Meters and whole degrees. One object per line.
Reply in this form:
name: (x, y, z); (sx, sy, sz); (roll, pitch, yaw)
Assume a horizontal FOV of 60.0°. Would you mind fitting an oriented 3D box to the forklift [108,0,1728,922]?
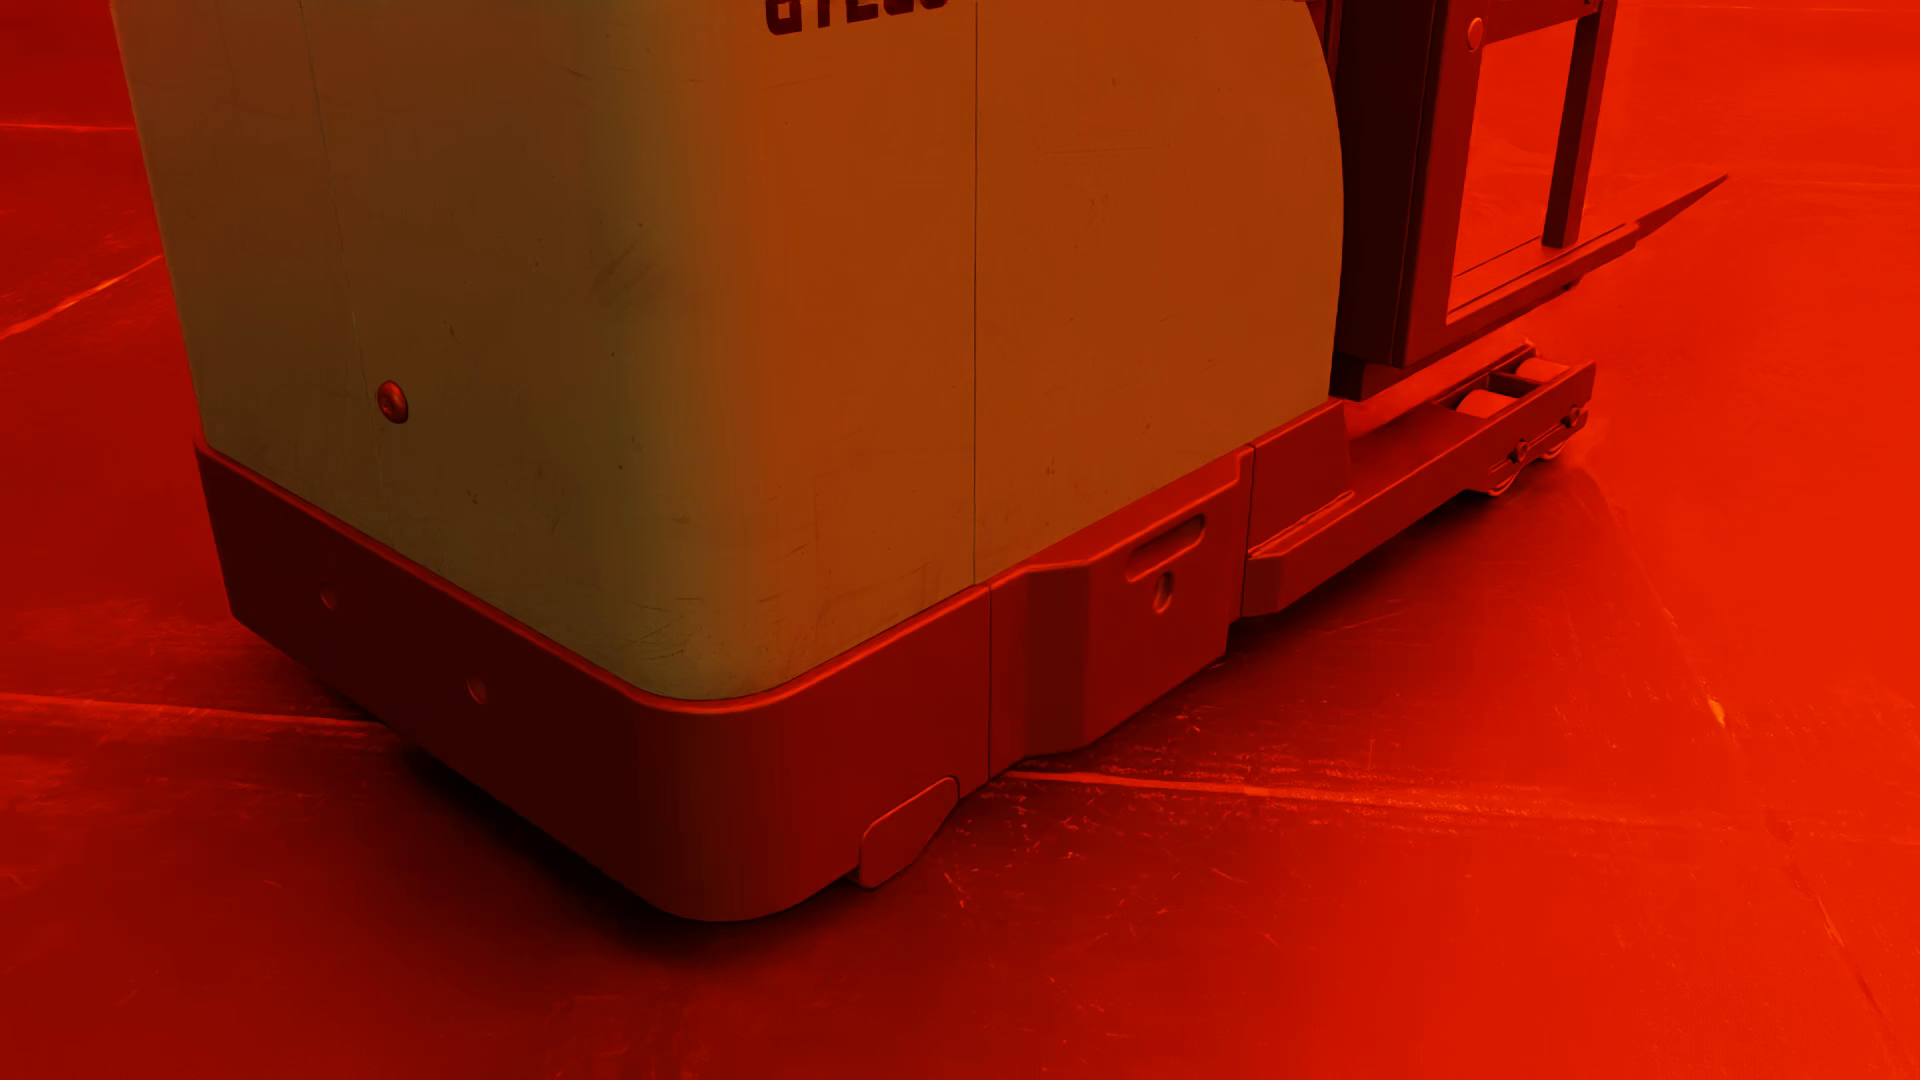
forklift: (0.405, -1.517, 2.258); (1.130, 2.935, 3.031); (22, 34, 37)
